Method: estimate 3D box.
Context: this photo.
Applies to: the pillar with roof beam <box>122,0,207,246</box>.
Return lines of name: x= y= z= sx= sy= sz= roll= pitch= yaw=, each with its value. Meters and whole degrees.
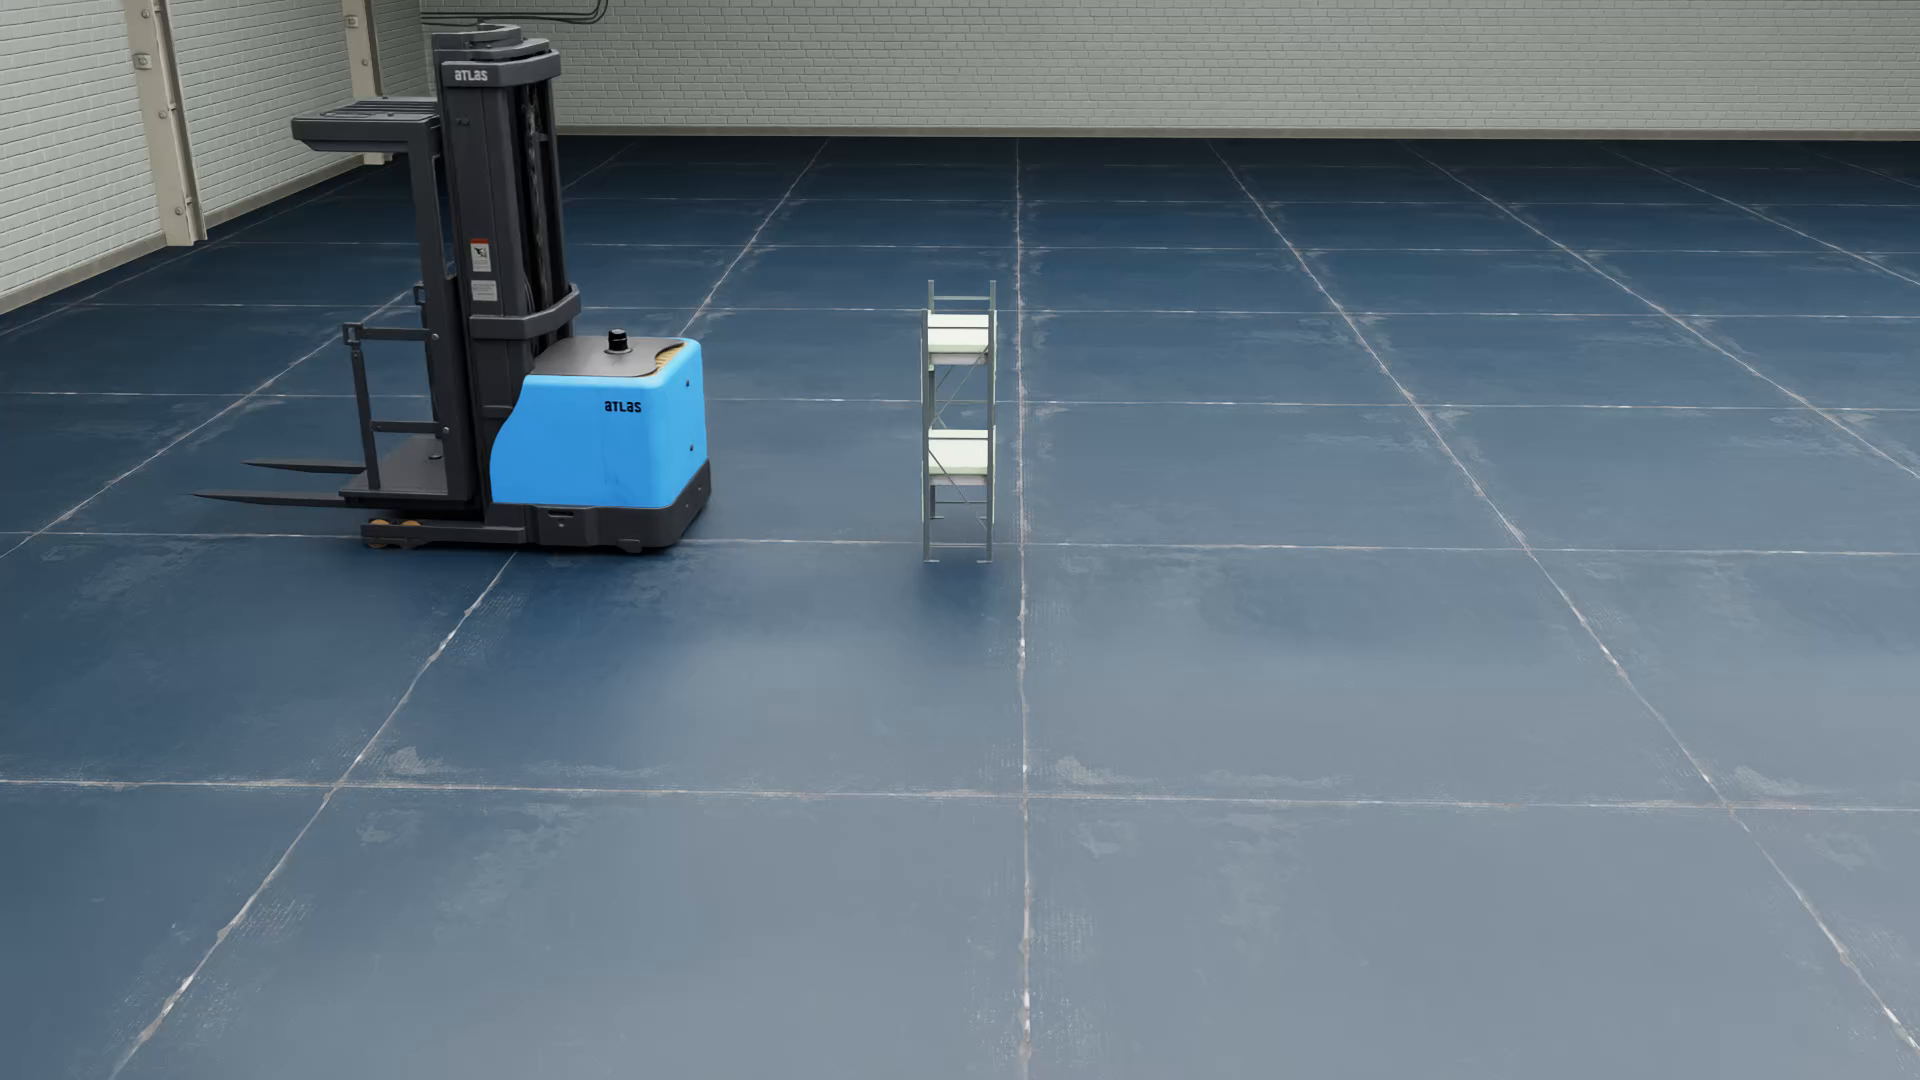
pillar with roof beam: x=-4.362 y=-7.482 z=16.871 sx=9.100 sy=9.000 sz=0.400 roll=1 pitch=21 yaw=2

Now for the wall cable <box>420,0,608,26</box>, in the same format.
wall cable: x=-7.071 y=-9.301 z=25.853 sx=3.097 sy=2.526 sz=0.112 roll=1 pitch=21 yaw=2

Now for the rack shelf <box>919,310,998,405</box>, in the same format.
rack shelf: x=0.000 y=-1.065 z=9.623 sx=0.431 sy=0.370 sz=0.720 roll=1 pitch=21 yaw=2

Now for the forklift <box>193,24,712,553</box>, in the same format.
forklift: x=-3.134 y=-1.499 z=9.840 sx=3.031 sy=2.935 sz=1.130 roll=2 pitch=21 yaw=6

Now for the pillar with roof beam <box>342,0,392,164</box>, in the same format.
pillar with roof beam: x=-4.180 y=-9.651 z=22.462 sx=9.100 sy=9.000 sz=0.400 roll=1 pitch=21 yaw=2

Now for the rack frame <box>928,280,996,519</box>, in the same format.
rack frame: x=0.011 y=-0.834 z=10.105 sx=0.400 sy=1.500 sz=0.023 roll=1 pitch=21 yaw=2

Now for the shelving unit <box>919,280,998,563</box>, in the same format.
shelving unit: x=0.000 y=-0.702 z=9.764 sx=0.431 sy=1.500 sz=0.755 roll=1 pitch=21 yaw=2

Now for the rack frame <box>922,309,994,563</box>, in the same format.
rack frame: x=-0.011 y=-0.569 z=9.423 sx=0.400 sy=1.500 sz=0.023 roll=1 pitch=21 yaw=2

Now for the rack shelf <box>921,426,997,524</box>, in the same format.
rack shelf: x=0.000 y=-0.398 z=9.882 sx=0.431 sy=0.370 sz=0.720 roll=1 pitch=21 yaw=2
